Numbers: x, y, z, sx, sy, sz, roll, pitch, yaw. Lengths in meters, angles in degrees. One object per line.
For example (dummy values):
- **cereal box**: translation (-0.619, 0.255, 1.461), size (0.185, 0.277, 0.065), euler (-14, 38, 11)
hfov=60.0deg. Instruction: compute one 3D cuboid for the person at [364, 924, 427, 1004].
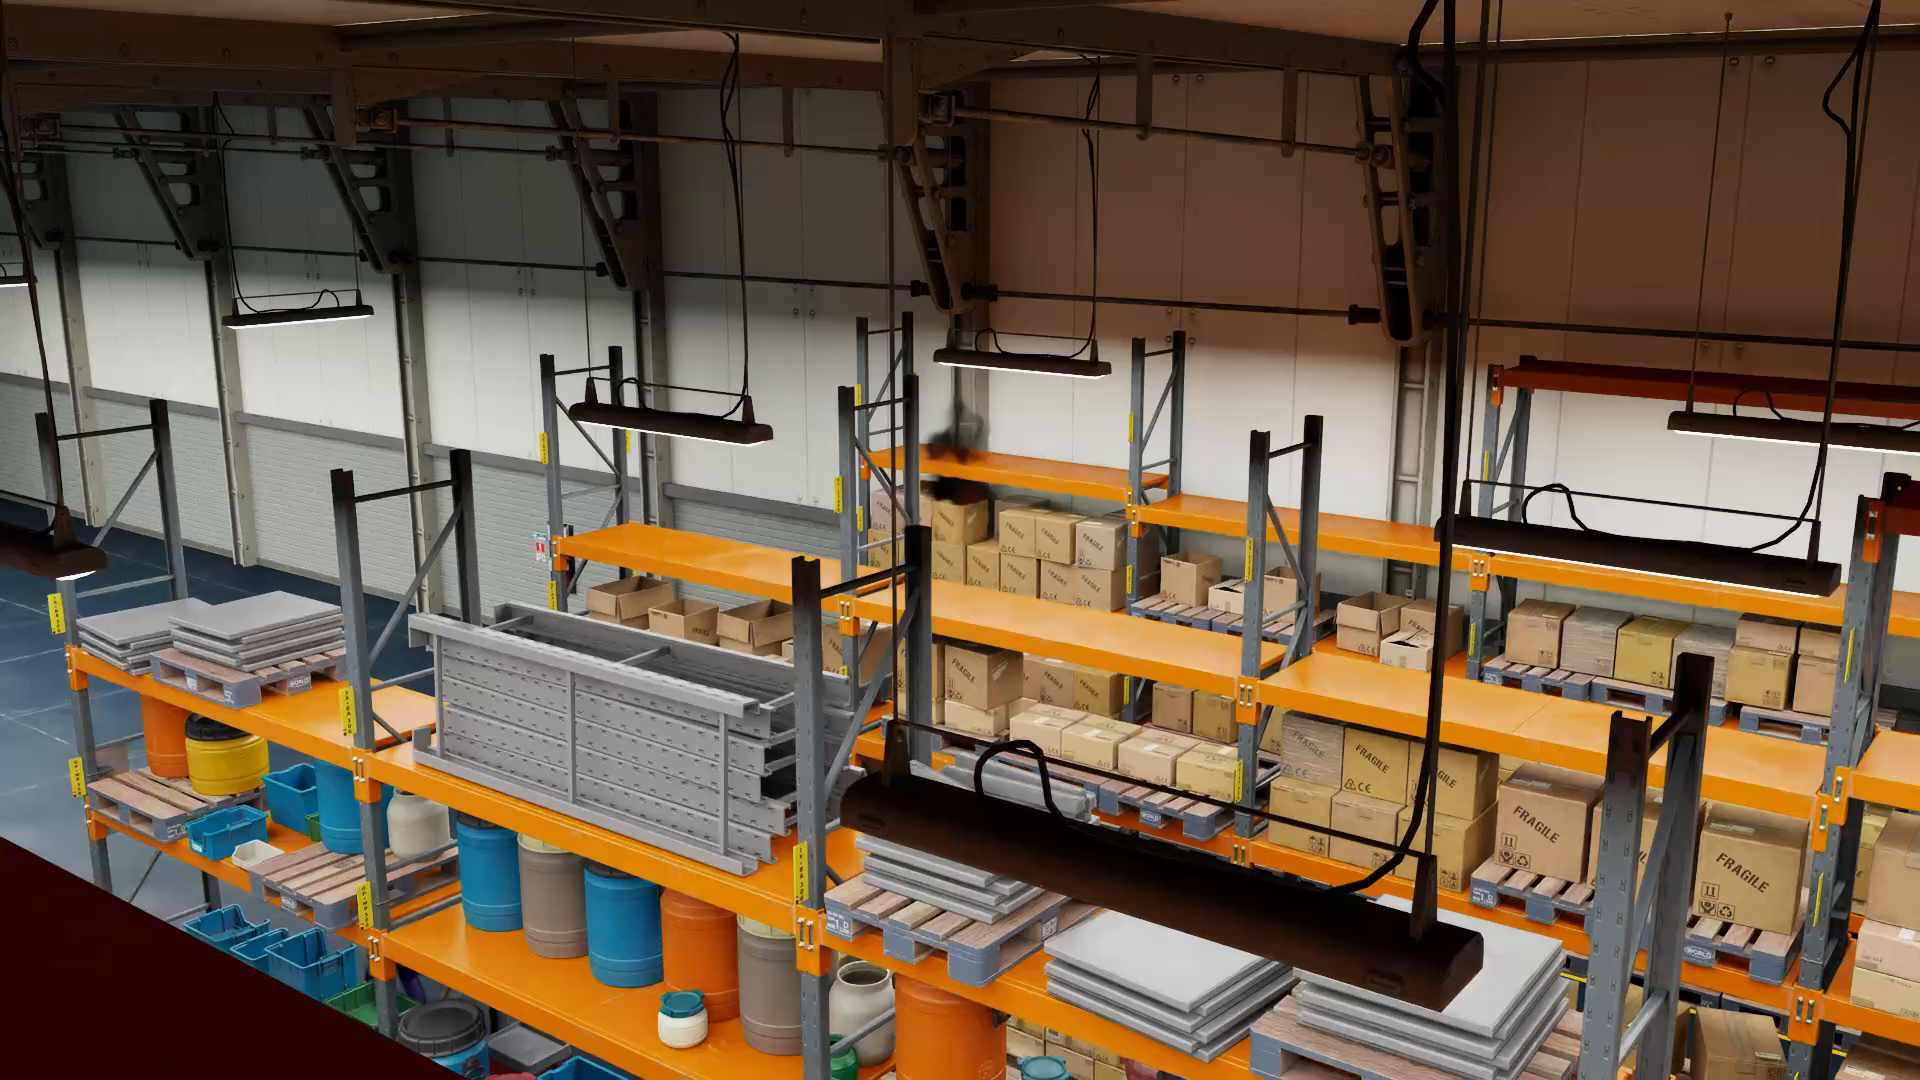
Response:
- **person**: translation (-5.243, 3.813, 15.319), size (0.695, 1.692, 0.628), euler (9, 16, 35)
